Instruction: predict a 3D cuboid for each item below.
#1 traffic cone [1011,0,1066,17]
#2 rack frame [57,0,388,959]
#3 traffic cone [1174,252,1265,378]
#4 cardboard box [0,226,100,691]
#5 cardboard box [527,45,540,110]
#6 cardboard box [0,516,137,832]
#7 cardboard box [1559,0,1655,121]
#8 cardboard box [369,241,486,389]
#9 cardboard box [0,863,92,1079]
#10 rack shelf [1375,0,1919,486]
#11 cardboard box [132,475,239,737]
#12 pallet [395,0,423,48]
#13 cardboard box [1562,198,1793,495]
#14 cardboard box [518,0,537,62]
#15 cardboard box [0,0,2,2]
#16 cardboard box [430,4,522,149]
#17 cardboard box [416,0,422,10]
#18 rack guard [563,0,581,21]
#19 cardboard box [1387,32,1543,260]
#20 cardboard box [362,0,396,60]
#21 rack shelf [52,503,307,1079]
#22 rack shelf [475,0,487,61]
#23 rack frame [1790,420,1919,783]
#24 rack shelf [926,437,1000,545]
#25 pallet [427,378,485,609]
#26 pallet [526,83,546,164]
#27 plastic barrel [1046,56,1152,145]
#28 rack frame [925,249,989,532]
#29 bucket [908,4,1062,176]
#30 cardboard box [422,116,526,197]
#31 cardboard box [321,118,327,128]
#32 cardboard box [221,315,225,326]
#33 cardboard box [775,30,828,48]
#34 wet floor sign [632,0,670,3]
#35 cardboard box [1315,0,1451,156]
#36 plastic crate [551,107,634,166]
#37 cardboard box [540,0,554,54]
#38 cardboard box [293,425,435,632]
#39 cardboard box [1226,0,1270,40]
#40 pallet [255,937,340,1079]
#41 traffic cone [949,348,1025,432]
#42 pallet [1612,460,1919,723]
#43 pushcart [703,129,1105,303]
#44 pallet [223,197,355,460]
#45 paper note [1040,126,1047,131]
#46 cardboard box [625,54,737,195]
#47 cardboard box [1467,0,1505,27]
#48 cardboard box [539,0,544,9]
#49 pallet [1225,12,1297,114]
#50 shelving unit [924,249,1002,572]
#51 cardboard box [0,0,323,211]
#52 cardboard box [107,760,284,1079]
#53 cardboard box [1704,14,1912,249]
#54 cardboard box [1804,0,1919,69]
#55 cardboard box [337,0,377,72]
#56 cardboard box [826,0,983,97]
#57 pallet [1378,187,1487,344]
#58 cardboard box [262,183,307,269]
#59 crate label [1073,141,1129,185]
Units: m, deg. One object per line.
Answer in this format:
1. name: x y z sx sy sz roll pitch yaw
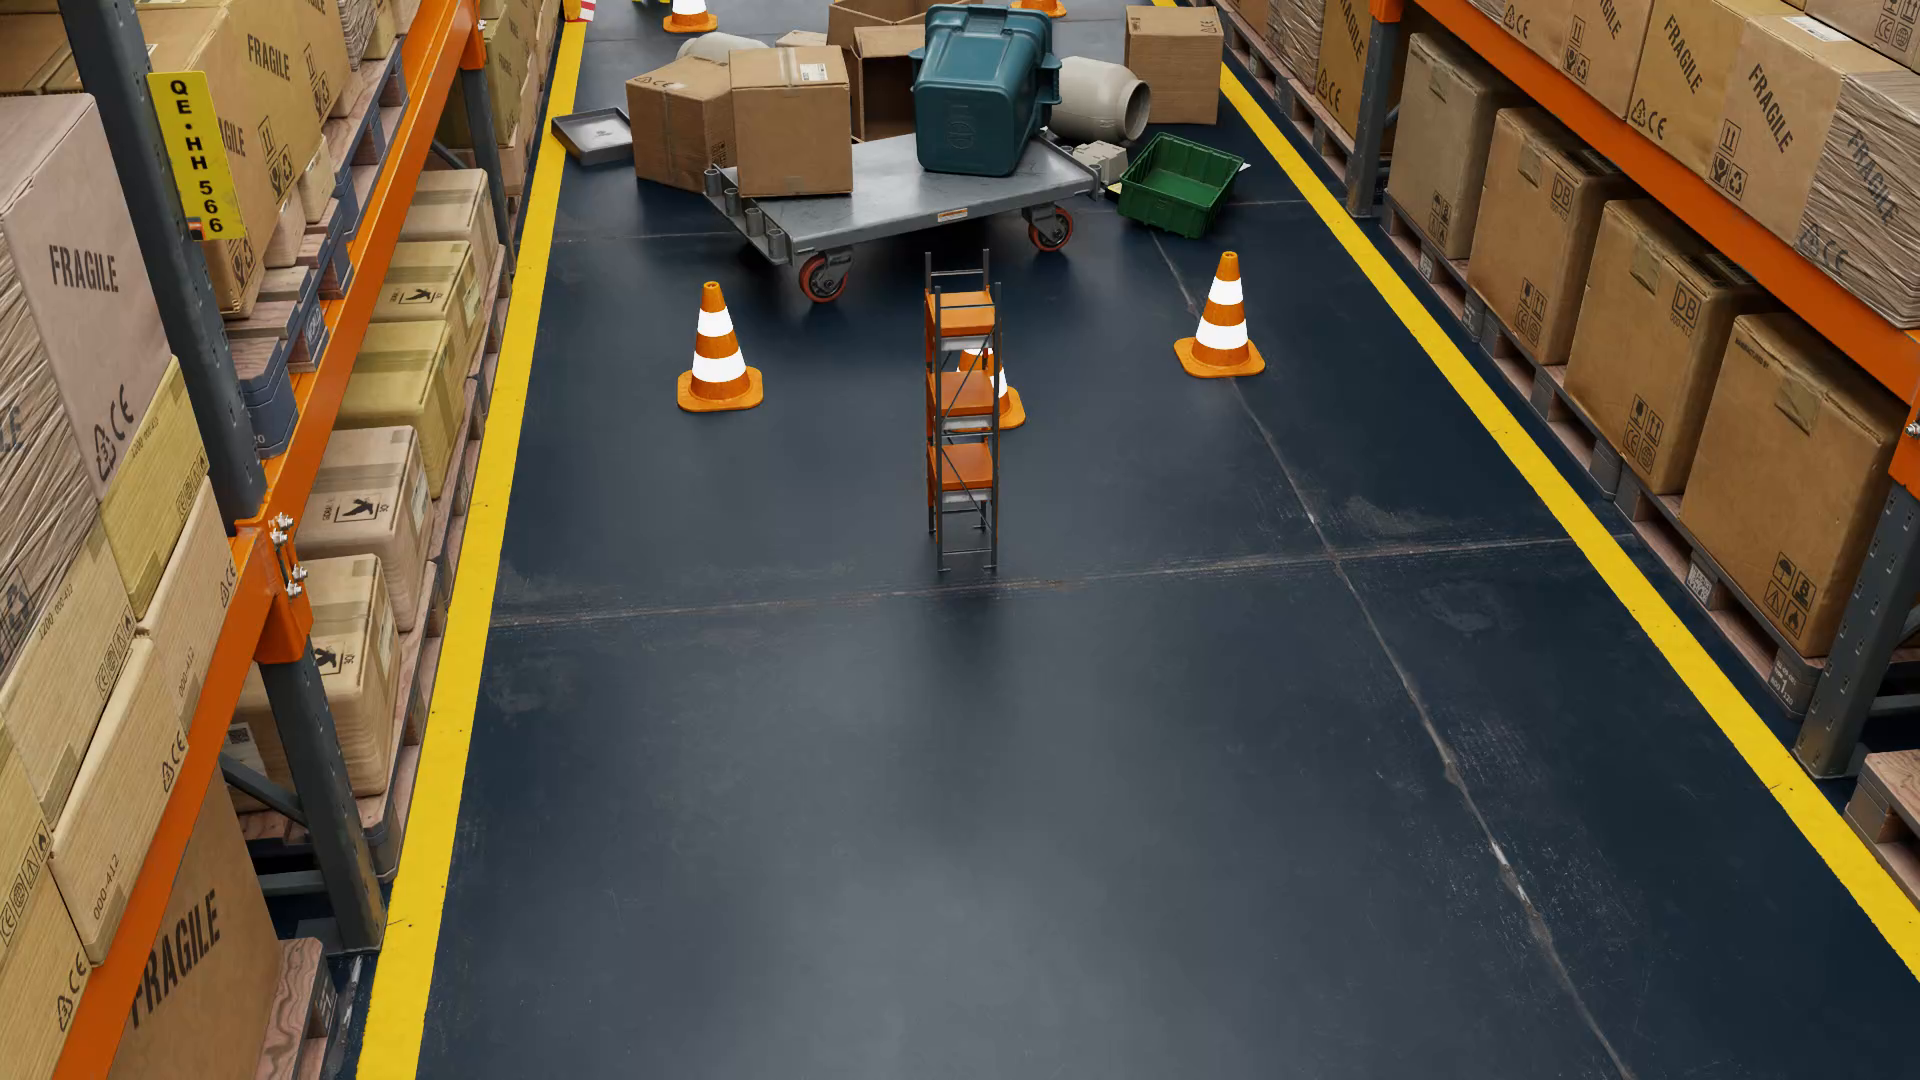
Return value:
1. traffic cone: 0.509 -3.634 10.671 0.336 0.463 0.334 -4 35 -6
2. rack frame: -1.971 -0.190 3.365 1.000 3.000 0.127 -4 35 -6
3. traffic cone: 1.067 -0.943 6.722 0.336 0.463 0.334 -4 35 -6
4. cardboard box: -1.565 -0.090 2.242 0.500 0.500 0.500 -4 34 -6
5. cardboard box: -2.478 -2.402 8.680 0.500 0.250 0.500 -5 35 -7
6. cardboard box: -1.581 0.202 2.479 0.500 0.250 0.500 -5 35 -8
7. cardboard box: 2.388 -1.737 5.546 0.500 0.500 0.500 -4 34 -6
8. cardboard box: -2.336 -0.817 6.245 0.950 0.372 0.625 -2 34 -3
9. cardboard box: -1.510 0.700 2.192 0.500 0.250 0.500 -5 35 -7
10. rack shelf: 2.651 -1.440 5.839 1.077 0.370 4.000 -4 35 -6
11. cardboard box: -1.646 0.134 3.022 0.500 0.250 0.500 -6 35 -8
12. pallet: -2.550 -1.906 6.053 1.003 0.211 1.213 -4 35 -6
13. cardboard box: 2.807 -0.700 5.738 1.050 0.750 0.750 -4 34 -6
14. cardboard box: -2.473 -2.706 8.461 0.500 0.500 0.500 -3 34 -4
15. cardboard box: -2.388 -1.048 3.899 0.500 0.500 0.500 -5 35 -7
16. cardboard box: -2.321 -2.119 7.599 0.500 0.500 0.500 -3 34 -4
17. cardboard box: -2.078 -1.936 5.778 0.380 0.149 0.250 -5 35 -7
18. rack guard: -3.037 -3.579 10.558 1.175 0.500 0.348 -4 35 -6
19. cardboard box: 2.555 -1.758 7.291 1.050 0.750 0.750 -5 35 -7
20. cardboard box: -2.043 -1.655 5.366 0.380 0.149 0.250 -4 35 -6
21. rack shelf: -1.702 1.223 1.930 1.077 0.370 4.000 -4 35 -6
22. rack shelf: -2.778 -3.241 8.481 1.077 0.370 4.000 -4 35 -6
23. rack frame: 2.920 -0.621 3.998 1.000 3.000 0.127 -4 35 -6
24. rack shelf: 0.007 -0.166 5.573 0.215 0.259 0.240 -4 35 -6
25. pallet: -2.235 -0.153 5.788 1.003 0.211 1.213 -4 35 -6
26. pallet: -2.802 -2.324 8.973 1.003 0.211 1.213 -4 35 -6
27. plastic barrel: 0.710 -2.306 8.758 0.512 0.421 0.421 20 39 26
28. rack frame: -0.009 -0.472 5.510 0.200 1.050 0.008 -4 35 -6
29. bucket: 0.080 -2.030 7.623 0.726 0.611 0.620 7 45 10
30. cardboard box: -2.321 -1.809 7.810 0.500 0.250 0.500 -6 35 -9
31. cardboard box: -2.029 -1.210 4.712 0.380 0.149 0.250 -3 34 -4
32. cardboard box: -1.831 -0.455 3.605 0.380 0.149 0.250 -6 35 -9
33. cardboard box: -0.869 -2.898 9.871 0.380 0.149 0.250 13 36 18
34. wet floor sign: -2.012 -3.869 10.854 0.267 0.644 0.232 7 35 10
35. cardboard box: 2.367 -2.505 8.277 0.875 0.875 0.875 -4 34 -6
36. plastic crate: -1.908 -2.154 8.840 0.402 0.080 0.583 -16 38 -23
37. cardboard box: -2.610 -2.971 9.515 0.500 0.250 0.500 -4 35 -6
38. cardboard box: -2.144 -0.005 5.054 0.950 0.372 0.625 -5 35 -7
39. cardboard box: 2.122 -3.517 9.761 0.875 0.875 0.875 -5 35 -7
40. pallet: -1.940 1.408 3.497 1.003 0.211 1.213 -4 35 -6
41. traffic cone: 0.075 -0.702 6.369 0.336 0.463 0.334 -4 35 -6
42. pallet: 2.889 0.085 5.438 1.003 0.211 1.213 -4 35 -6
43. pushcart: -0.256 -1.539 7.674 1.648 0.377 0.936 -16 38 -23
44. pallet: -2.172 -0.501 3.991 1.213 0.211 1.003 -4 35 -6
45. paper note: 0.387 -2.243 9.021 0.172 0.023 0.155 7 35 10
46. cardboard box: -1.305 -2.091 8.373 0.500 0.500 0.500 20 39 26
47. cardboard box: 2.255 -2.299 6.372 0.500 0.500 0.500 -4 34 -6
48. cardboard box: -2.607 -3.283 9.307 0.500 0.500 0.500 -3 34 -5
49. pallet: 2.190 -2.814 9.692 1.003 0.211 1.213 -4 35 -6
50. shelving unit: 0.007 -0.404 5.411 0.215 1.050 0.252 -4 35 -6
51. cardboard box: -1.879 -1.087 3.955 0.500 0.500 0.500 -3 34 -4
52. cardboard box: -1.960 0.906 3.271 0.875 0.875 0.875 -5 35 -7
53. cardboard box: 2.528 -1.172 4.718 0.500 0.500 0.500 -4 35 -6
54. cardboard box: 2.801 -1.609 4.471 0.700 0.500 0.500 -5 35 -7
55. cardboard box: -2.017 -1.662 4.800 0.500 0.500 0.500 -6 35 -8
56. cardboard box: -0.302 -2.834 9.462 0.637 0.503 0.797 27 43 34
57. pallet: 2.561 -1.276 7.436 1.003 0.211 1.213 -4 35 -6
58. cardboard box: -1.826 -0.772 4.069 0.380 0.149 0.250 -7 35 -9
59. crate label: 0.705 -1.922 8.449 0.250 0.136 0.298 27 43 34
